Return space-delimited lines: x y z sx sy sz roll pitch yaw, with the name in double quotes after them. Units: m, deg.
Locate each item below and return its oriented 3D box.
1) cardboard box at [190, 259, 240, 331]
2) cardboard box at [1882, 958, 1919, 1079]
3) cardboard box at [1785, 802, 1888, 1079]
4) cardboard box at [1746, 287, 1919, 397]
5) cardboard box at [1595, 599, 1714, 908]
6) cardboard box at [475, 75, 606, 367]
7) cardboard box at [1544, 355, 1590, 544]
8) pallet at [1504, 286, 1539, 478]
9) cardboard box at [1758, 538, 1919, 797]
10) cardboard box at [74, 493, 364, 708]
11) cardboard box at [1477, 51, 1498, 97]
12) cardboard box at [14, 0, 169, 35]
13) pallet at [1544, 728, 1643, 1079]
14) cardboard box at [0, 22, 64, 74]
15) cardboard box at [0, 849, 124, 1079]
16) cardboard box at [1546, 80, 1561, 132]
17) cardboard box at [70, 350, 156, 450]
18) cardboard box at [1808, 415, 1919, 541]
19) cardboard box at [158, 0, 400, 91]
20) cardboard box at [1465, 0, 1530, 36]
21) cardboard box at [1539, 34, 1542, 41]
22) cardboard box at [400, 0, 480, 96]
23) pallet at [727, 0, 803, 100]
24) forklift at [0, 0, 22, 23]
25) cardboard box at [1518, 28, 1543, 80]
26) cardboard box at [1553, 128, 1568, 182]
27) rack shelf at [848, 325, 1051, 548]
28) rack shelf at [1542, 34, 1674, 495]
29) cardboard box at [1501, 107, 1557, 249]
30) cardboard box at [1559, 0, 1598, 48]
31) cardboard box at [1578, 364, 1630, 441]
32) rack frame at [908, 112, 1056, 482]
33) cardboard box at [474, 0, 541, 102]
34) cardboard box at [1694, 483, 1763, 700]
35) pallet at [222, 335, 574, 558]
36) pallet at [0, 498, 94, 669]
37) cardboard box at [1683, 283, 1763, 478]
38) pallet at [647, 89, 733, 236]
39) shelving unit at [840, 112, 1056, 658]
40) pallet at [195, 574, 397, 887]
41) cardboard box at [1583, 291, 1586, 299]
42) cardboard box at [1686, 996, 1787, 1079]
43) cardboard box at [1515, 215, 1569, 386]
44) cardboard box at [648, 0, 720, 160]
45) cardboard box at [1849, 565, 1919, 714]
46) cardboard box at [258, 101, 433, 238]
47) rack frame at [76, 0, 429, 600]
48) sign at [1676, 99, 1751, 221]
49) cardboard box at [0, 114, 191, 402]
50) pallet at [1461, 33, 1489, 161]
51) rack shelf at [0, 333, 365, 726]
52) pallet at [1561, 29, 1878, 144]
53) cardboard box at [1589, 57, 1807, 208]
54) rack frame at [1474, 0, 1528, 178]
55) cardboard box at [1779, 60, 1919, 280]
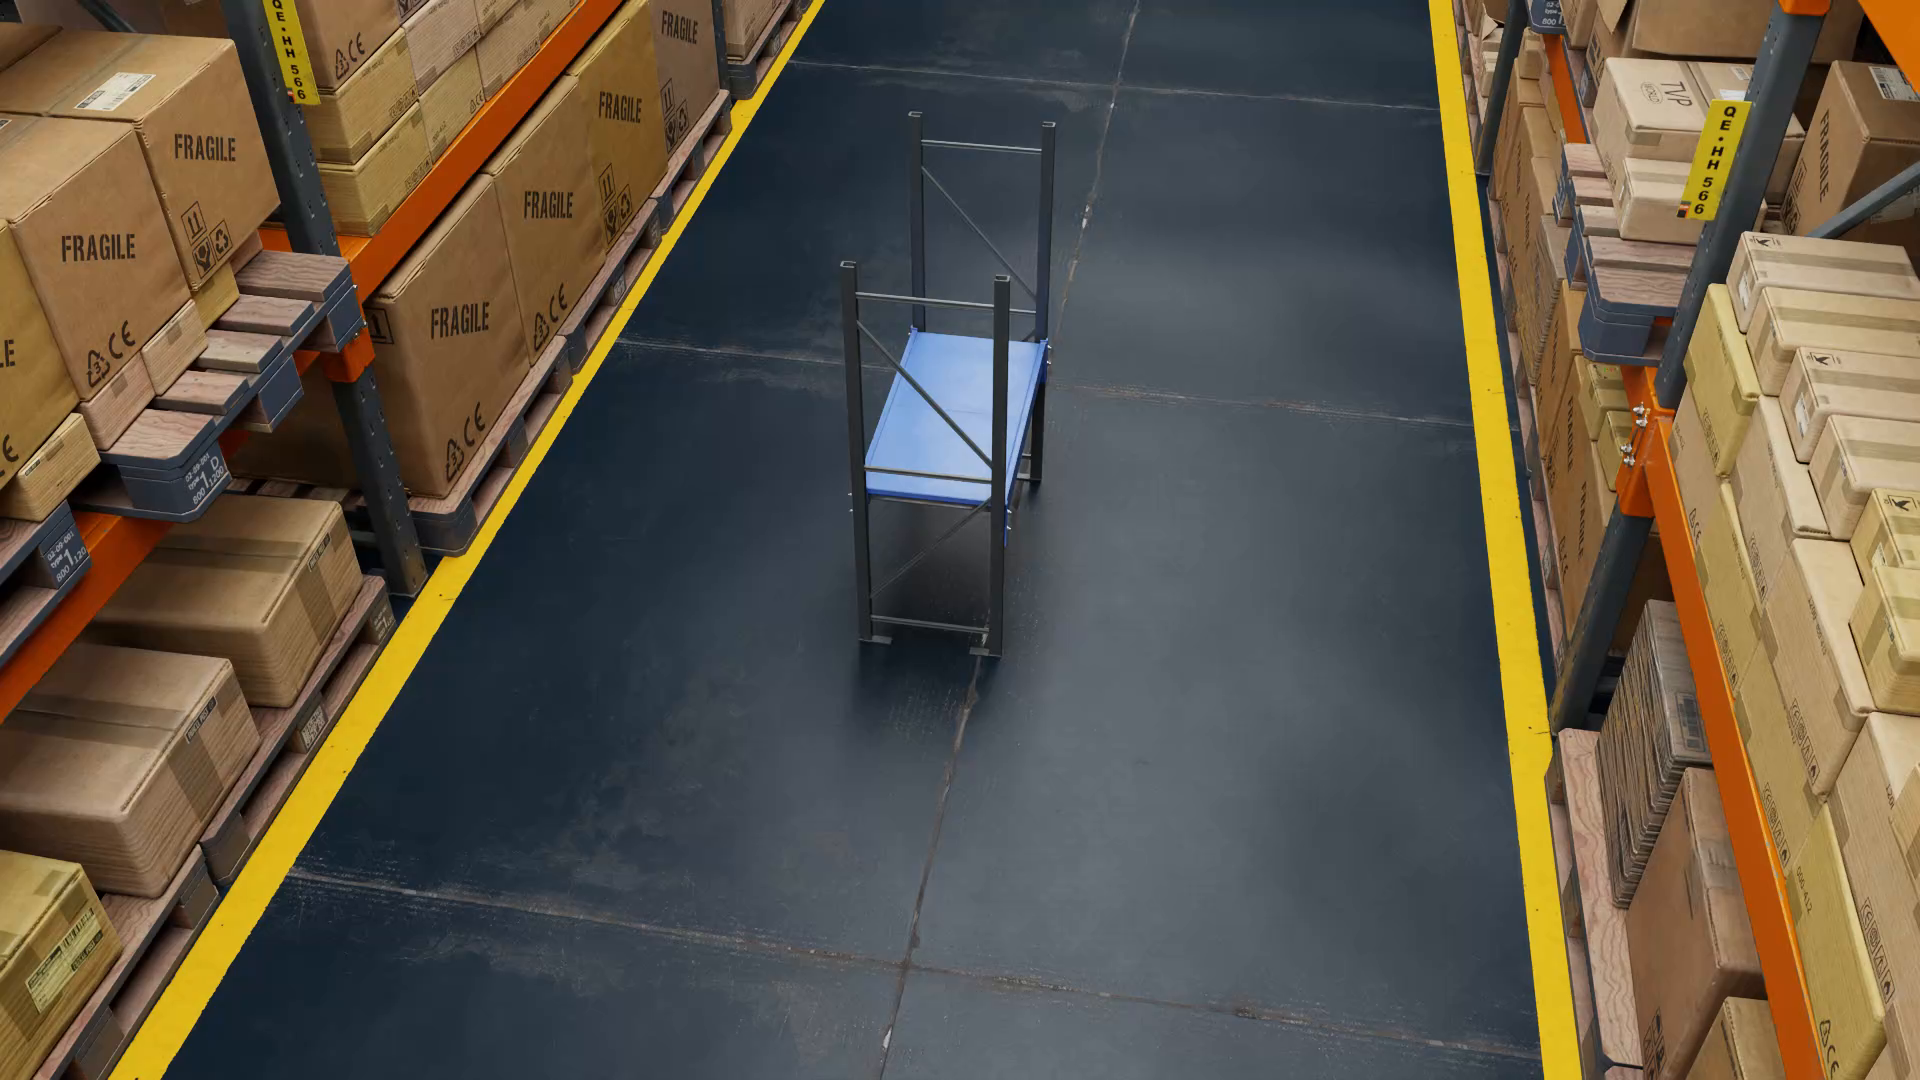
-2.244 -0.691 4.599 0.380 0.149 0.250 7 40 8 "cardboard box"
1.762 0.907 2.525 0.500 0.250 0.500 7 40 9 "cardboard box"
1.862 0.785 3.064 0.500 0.250 0.500 8 40 9 "cardboard box"
2.055 -0.442 3.843 0.380 0.149 0.250 7 40 9 "cardboard box"
2.324 0.655 4.638 0.875 0.625 0.625 8 40 9 "cardboard box"
-2.085 -1.360 6.879 0.875 0.875 0.875 7 40 8 "cardboard box"
2.403 -0.289 5.878 0.500 0.500 0.500 6 40 7 "cardboard box"
2.825 -0.642 6.860 1.003 0.211 1.213 6 40 8 "pallet"
1.932 0.269 3.296 0.500 0.250 0.500 5 40 7 "cardboard box"
-2.552 0.171 5.422 0.950 0.372 0.625 4 40 5 "cardboard box"
2.944 -2.444 8.760 0.380 0.149 0.250 5 40 6 "cardboard box"
-2.613 -1.811 5.223 0.500 0.500 0.500 5 40 6 "cardboard box"
2.264 1.099 4.756 1.003 0.211 1.213 6 40 8 "pallet"
-2.750 -1.092 4.575 0.500 0.500 0.500 5 40 6 "cardboard box"
-2.809 1.110 4.286 0.950 0.372 0.625 8 40 9 "cardboard box"
2.808 -1.907 7.325 0.380 0.149 0.250 4 40 5 "cardboard box"
-2.295 -0.370 4.212 0.380 0.149 0.250 5 40 6 "cardboard box"
2.003 -0.112 3.444 0.380 0.149 0.250 7 40 8 "cardboard box"
-2.118 -1.740 5.137 0.500 0.500 0.500 5 40 6 "cardboard box"
3.264 -3.151 9.339 0.700 0.500 0.500 5 40 6 "cardboard box"
2.873 -2.360 7.639 0.380 0.149 0.250 6 40 7 "cardboard box"
-2.023 -1.783 5.778 0.500 0.250 0.500 7 40 9 "cardboard box"
-1.544 -2.938 9.638 1.003 0.211 1.213 6 40 8 "pallet"
-4.586 -2.647 7.152 1.130 2.935 3.031 8 40 10 "forklift"
2.813 -2.252 7.742 0.380 0.149 0.250 8 40 10 "cardboard box"
2.694 -1.581 6.931 0.380 0.149 0.250 6 40 8 "cardboard box"
-0.015 -0.386 5.822 0.538 0.185 1.000 6 40 8 "rack shelf"
2.791 -1.466 6.234 1.077 0.370 4.000 6 40 8 "rack shelf"
2.749 -1.583 7.443 0.500 0.500 0.500 6 40 7 "cardboard box"
2.608 -2.103 6.031 0.700 0.500 0.500 6 40 7 "cardboard box"
2.298 -0.450 5.563 0.380 0.149 0.250 4 40 5 "cardboard box"
0.073 -0.844 6.093 0.500 1.500 0.032 6 40 8 "rack frame"
-1.944 -1.908 6.321 0.500 0.250 0.500 8 40 9 "cardboard box"
2.036 0.136 3.849 0.500 0.250 0.500 6 40 7 "cardboard box"
-2.234 -0.445 6.623 1.003 0.211 1.213 6 40 8 "pallet"
-2.747 0.287 3.699 1.003 0.211 1.213 6 40 8 "pallet"
2.103 -0.375 4.074 0.500 0.250 0.500 6 40 8 "cardboard box"
-1.811 -1.977 8.475 1.003 0.211 1.213 6 40 8 "pallet"
-0.015 -0.524 5.707 0.538 1.500 1.048 6 40 8 "shelving unit"
-2.581 0.531 5.442 1.003 0.211 1.213 6 40 8 "pallet"
2.520 -0.927 6.141 0.380 0.149 0.250 6 40 7 "cardboard box"
2.102 1.488 3.630 0.875 0.625 0.625 5 40 6 "cardboard box"
2.563 -0.946 6.672 0.500 0.500 0.500 5 40 6 "cardboard box"
-1.781 -2.489 8.244 0.875 0.875 0.875 8 40 9 "cardboard box"
1.887 0.202 3.065 0.380 0.149 0.250 7 40 9 "cardboard box"
-2.112 -1.255 5.532 0.500 0.250 0.500 6 40 7 "cardboard box"
-2.444 -1.034 5.146 1.000 3.000 0.127 6 40 8 "rack frame"
1.909 -0.958 4.208 0.100 0.325 0.005 6 40 8 "sign"
-2.328 -0.707 4.110 0.500 0.500 0.500 6 40 7 "cardboard box"
3.257 -2.355 8.933 1.003 0.211 1.213 6 40 8 "pallet"
-2.790 0.499 3.857 1.077 0.370 4.000 6 40 8 "rack shelf"
2.777 -1.636 6.025 1.003 0.211 1.213 6 40 8 "pallet"
2.309 -1.290 5.245 0.500 0.250 0.500 5 40 6 "cardboard box"
3.137 -2.999 7.523 1.000 3.000 0.127 6 40 8 "rack frame"
2.688 -0.995 4.691 0.500 0.500 0.500 8 40 10 "cardboard box"
